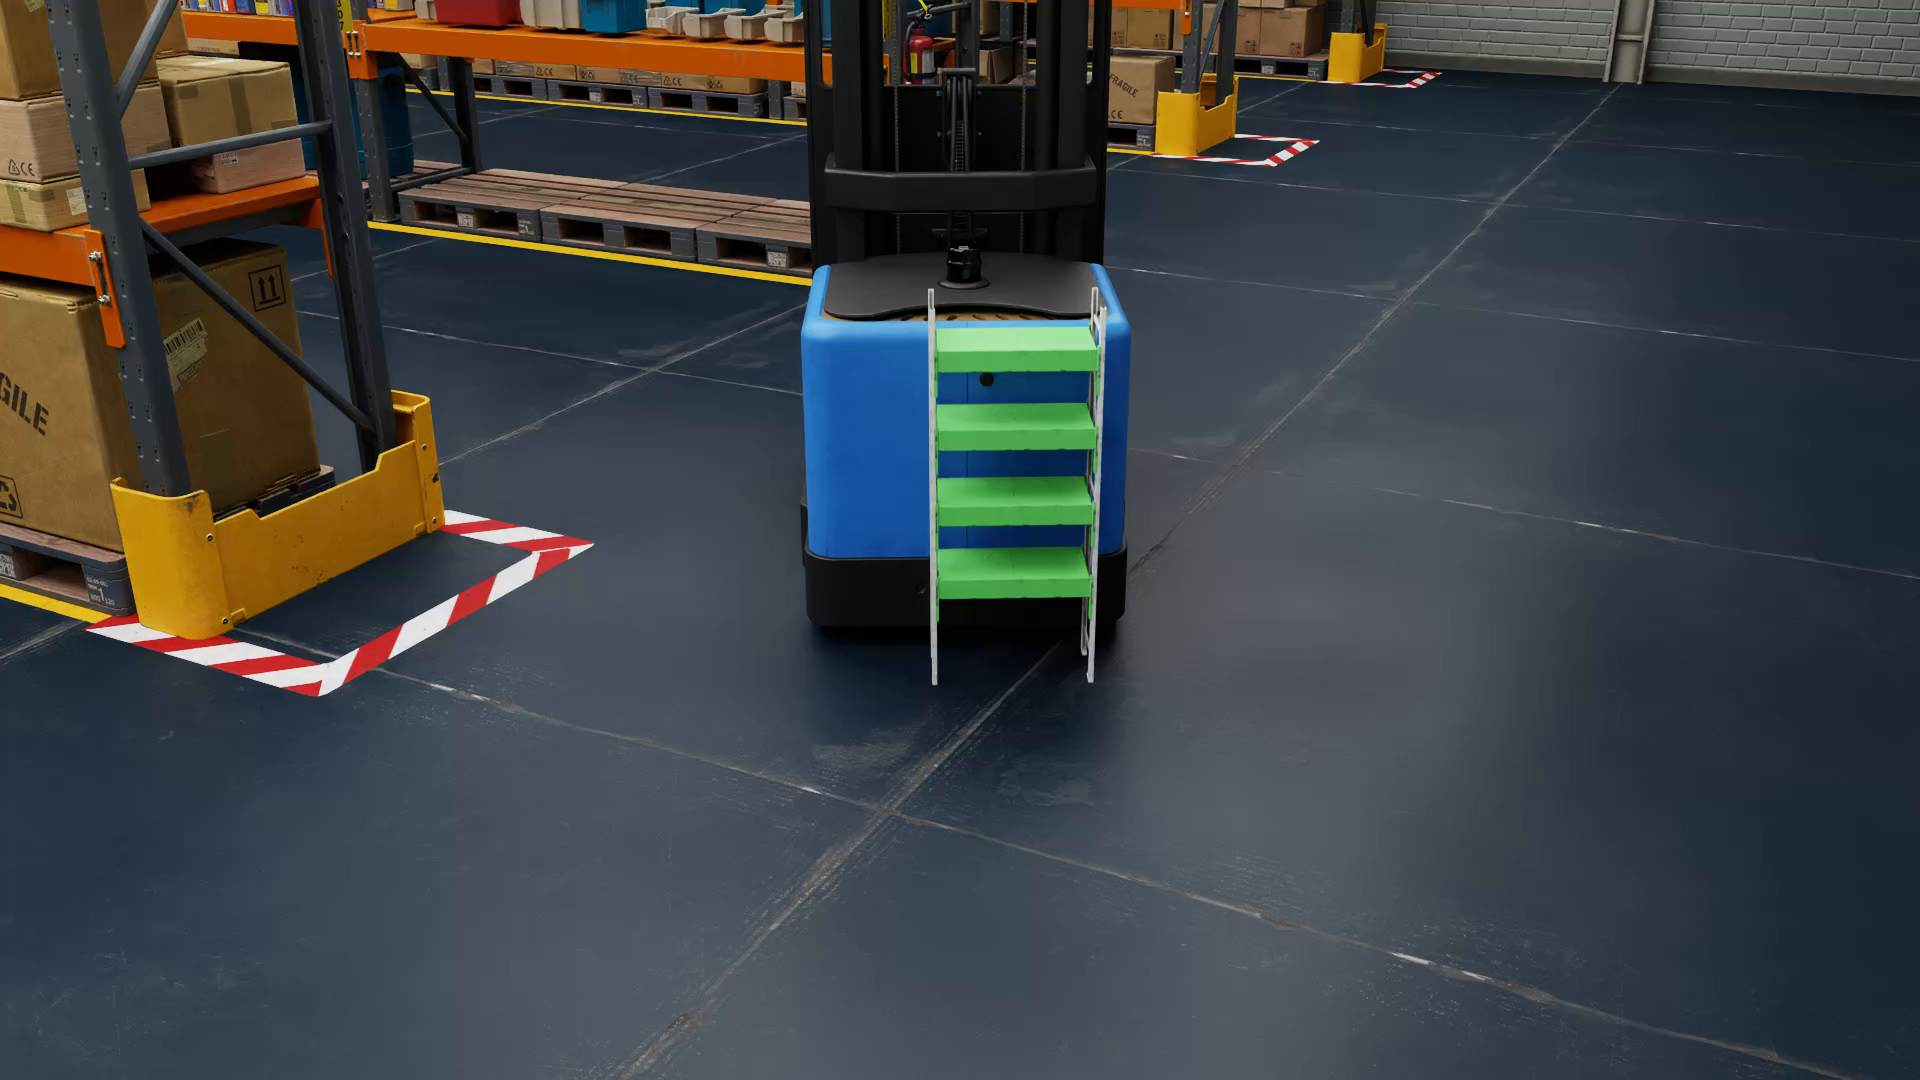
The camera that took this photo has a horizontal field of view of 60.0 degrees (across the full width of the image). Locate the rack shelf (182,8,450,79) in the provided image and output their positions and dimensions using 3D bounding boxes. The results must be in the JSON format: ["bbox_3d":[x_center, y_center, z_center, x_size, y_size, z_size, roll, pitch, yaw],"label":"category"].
[{"bbox_3d":[-5.513,-3.738,12.126,4.000,0.370,1.077,11,25,25],"label":"rack shelf"}]

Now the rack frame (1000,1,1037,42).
[{"bbox_3d":[0.742,-7.176,19.290,0.127,3.000,1.000,11,25,25],"label":"rack frame"}]

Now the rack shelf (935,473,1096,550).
[{"bbox_3d":[0.161,-0.090,5.092,0.480,0.148,0.258,-1,23,-2],"label":"rack shelf"}]

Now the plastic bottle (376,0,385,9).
[{"bbox_3d":[-4.093,-3.876,11.784,0.097,0.201,0.097,0,23,0],"label":"plastic bottle"}]

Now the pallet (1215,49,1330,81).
[{"bbox_3d":[3.562,-5.300,18.443,1.213,0.211,1.003,11,25,25],"label":"pallet"}]

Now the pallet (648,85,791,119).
[{"bbox_3d":[-2.233,-4.292,16.073,1.213,0.211,1.003,11,25,25],"label":"pallet"}]

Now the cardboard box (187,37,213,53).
[{"bbox_3d":[-8.381,-5.628,18.627,0.500,0.250,0.500,11,25,23],"label":"cardboard box"}]

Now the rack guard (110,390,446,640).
[{"bbox_3d":[-2.372,-0.125,5.905,0.348,0.500,1.175,11,25,25],"label":"rack guard"}]

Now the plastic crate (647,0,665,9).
[{"bbox_3d":[-2.039,-3.419,10.718,0.466,0.136,0.293,11,25,25],"label":"plastic crate"}]

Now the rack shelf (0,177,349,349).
[{"bbox_3d":[-4.178,-1.302,6.397,4.000,0.370,1.077,11,25,25],"label":"rack shelf"}]

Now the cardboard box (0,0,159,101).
[{"bbox_3d":[-2.947,-1.687,5.237,0.500,0.500,0.500,12,26,25],"label":"cardboard box"}]

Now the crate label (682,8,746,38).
[{"bbox_3d":[-1.480,-3.093,9.951,0.243,0.136,0.396,11,25,25],"label":"crate label"}]

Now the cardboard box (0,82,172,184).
[{"bbox_3d":[-2.946,-1.340,5.380,0.500,0.250,0.500,11,25,24],"label":"cardboard box"}]

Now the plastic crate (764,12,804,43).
[{"bbox_3d":[-0.968,-2.996,9.723,0.243,0.136,0.396,11,25,25],"label":"plastic crate"}]

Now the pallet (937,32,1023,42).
[{"bbox_3d":[0.019,-6.002,20.095,1.213,0.211,1.003,11,25,25],"label":"pallet"}]

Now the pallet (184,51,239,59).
[{"bbox_3d":[-7.954,-5.458,18.814,1.213,0.211,1.003,11,25,25],"label":"pallet"}]

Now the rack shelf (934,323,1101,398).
[{"bbox_3d":[0.161,-0.532,4.904,0.480,0.148,0.258,-1,23,-2],"label":"rack shelf"}]

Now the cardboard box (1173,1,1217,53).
[{"bbox_3d":[2.746,-5.778,18.661,0.500,0.500,0.700,10,25,23],"label":"cardboard box"}]

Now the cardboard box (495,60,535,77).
[{"bbox_3d":[-4.313,-4.933,16.648,0.500,0.500,0.500,10,25,23],"label":"cardboard box"}]

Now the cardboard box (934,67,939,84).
[{"bbox_3d":[-0.184,-4.276,15.346,0.500,0.311,0.500,11,25,25],"label":"cardboard box"}]

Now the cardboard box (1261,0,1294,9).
[{"bbox_3d":[3.445,-5.859,18.022,0.250,0.149,0.380,11,25,24],"label":"cardboard box"}]

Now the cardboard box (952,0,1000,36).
[{"bbox_3d":[0.103,-6.449,19.792,0.750,0.750,0.750,12,26,25],"label":"cardboard box"}]

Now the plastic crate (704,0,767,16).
[{"bbox_3d":[-1.406,-3.351,10.434,0.300,0.233,0.416,11,25,25],"label":"plastic crate"}]

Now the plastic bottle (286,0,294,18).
[{"bbox_3d":[-4.453,-3.644,11.134,0.133,0.283,0.061,11,25,25],"label":"plastic bottle"}]

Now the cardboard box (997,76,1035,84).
[{"bbox_3d":[0.649,-3.864,14.454,0.500,0.250,0.500,11,25,25],"label":"cardboard box"}]

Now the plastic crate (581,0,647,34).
[{"bbox_3d":[-2.107,-3.233,10.157,0.300,0.233,0.416,11,25,25],"label":"plastic crate"}]

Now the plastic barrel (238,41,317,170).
[{"bbox_3d":[-4.838,-3.170,12.017,0.708,0.901,0.600,11,25,25],"label":"plastic barrel"}]

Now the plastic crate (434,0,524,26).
[{"bbox_3d":[-3.045,-3.528,10.553,0.583,0.464,0.402,11,25,25],"label":"plastic crate"}]

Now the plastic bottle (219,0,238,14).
[{"bbox_3d":[-5.002,-3.769,11.438,0.135,0.276,0.152,11,25,25],"label":"plastic bottle"}]

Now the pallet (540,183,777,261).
[{"bbox_3d":[-1.962,-2.101,10.921,1.213,0.211,1.003,11,25,25],"label":"pallet"}]

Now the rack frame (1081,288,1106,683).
[{"bbox_3d":[0.405,-0.152,5.075,0.015,1.200,0.240,-1,23,-2],"label":"rack frame"}]

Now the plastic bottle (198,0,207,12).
[{"bbox_3d":[-5.238,-3.769,11.534,0.097,0.201,0.097,0,23,0],"label":"plastic bottle"}]

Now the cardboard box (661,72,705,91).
[{"bbox_3d":[-2.497,-4.574,15.806,0.500,0.500,0.500,11,26,25],"label":"cardboard box"}]

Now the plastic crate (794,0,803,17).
[{"bbox_3d":[-0.818,-3.235,10.161,0.300,0.233,0.416,11,25,25],"label":"plastic crate"}]

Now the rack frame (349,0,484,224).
[{"bbox_3d":[-3.728,-3.716,11.154,0.127,3.000,1.000,11,25,25],"label":"rack frame"}]

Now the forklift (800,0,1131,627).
[{"bbox_3d":[-0.016,-1.595,6.256,1.130,2.935,3.031,-1,23,-1],"label":"forklift"}]

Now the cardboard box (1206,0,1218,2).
[{"bbox_3d":[2.940,-6.126,18.650,0.250,0.149,0.380,12,26,25],"label":"cardboard box"}]

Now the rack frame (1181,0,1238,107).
[{"bbox_3d":[2.080,-4.739,13.560,0.127,3.000,1.000,11,25,25],"label":"rack frame"}]

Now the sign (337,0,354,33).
[{"bbox_3d":[-2.138,-1.907,5.694,0.005,0.325,0.100,11,25,25],"label":"sign"}]

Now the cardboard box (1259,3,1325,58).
[{"bbox_3d":[3.641,-5.601,18.245,0.500,0.500,0.700,11,25,25],"label":"cardboard box"}]

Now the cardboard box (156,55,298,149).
[{"bbox_3d":[-2.700,-1.526,5.818,0.500,0.250,0.500,10,25,23],"label":"cardboard box"}]

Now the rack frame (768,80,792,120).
[{"bbox_3d":[-1.490,-5.445,15.221,0.127,3.000,1.000,11,25,25],"label":"rack frame"}]

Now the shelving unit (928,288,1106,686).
[{"bbox_3d":[0.161,-0.149,5.067,0.503,1.200,0.258,-1,23,-2],"label":"shelving unit"}]

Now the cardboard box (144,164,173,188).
[{"bbox_3d":[-2.791,-1.387,5.999,0.250,0.149,0.380,11,25,24],"label":"cardboard box"}]

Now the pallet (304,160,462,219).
[{"bbox_3d":[-4.398,-2.583,12.055,1.213,0.211,1.003,11,25,25],"label":"pallet"}]

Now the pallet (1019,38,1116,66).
[{"bbox_3d":[1.385,-5.731,19.456,1.213,0.211,1.003,11,25,25],"label":"pallet"}]

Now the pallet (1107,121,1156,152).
[{"bbox_3d":[1.300,-3.609,14.467,1.213,0.211,1.003,11,25,25],"label":"pallet"}]

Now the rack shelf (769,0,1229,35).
[{"bbox_3d":[0.295,-4.761,14.531,4.000,0.370,1.077,11,25,25],"label":"rack shelf"}]

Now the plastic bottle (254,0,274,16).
[{"bbox_3d":[-4.696,-3.741,11.277,0.185,0.351,0.144,11,25,25],"label":"plastic bottle"}]

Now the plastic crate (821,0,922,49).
[{"bbox_3d":[-0.542,-3.047,9.461,0.499,0.435,0.616,11,25,25],"label":"plastic crate"}]

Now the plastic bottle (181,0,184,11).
[{"bbox_3d":[-5.445,-3.810,11.630,0.097,0.201,0.097,0,23,0],"label":"plastic bottle"}]

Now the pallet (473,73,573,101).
[{"bbox_3d":[-4.411,-4.723,17.086,1.213,0.211,1.003,11,25,25],"label":"pallet"}]

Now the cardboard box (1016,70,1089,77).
[{"bbox_3d":[0.830,-4.047,14.886,0.500,0.250,0.500,11,25,25],"label":"cardboard box"}]

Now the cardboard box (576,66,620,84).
[{"bbox_3d":[-3.399,-4.752,16.223,0.500,0.500,0.500,10,25,23],"label":"cardboard box"}]

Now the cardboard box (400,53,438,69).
[{"bbox_3d":[-5.639,-5.087,17.356,0.500,0.250,0.500,12,26,26],"label":"cardboard box"}]

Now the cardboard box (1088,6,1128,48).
[{"bbox_3d":[1.810,-5.961,19.091,0.500,0.500,0.700,11,25,24],"label":"cardboard box"}]

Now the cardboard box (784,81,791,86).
[{"bbox_3d":[-1.812,-4.668,16.025,0.500,0.500,0.500,10,25,22],"label":"cardboard box"}]

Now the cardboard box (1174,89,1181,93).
[{"bbox_3d":[1.861,-3.823,14.488,0.250,0.149,0.380,11,25,25],"label":"cardboard box"}]
